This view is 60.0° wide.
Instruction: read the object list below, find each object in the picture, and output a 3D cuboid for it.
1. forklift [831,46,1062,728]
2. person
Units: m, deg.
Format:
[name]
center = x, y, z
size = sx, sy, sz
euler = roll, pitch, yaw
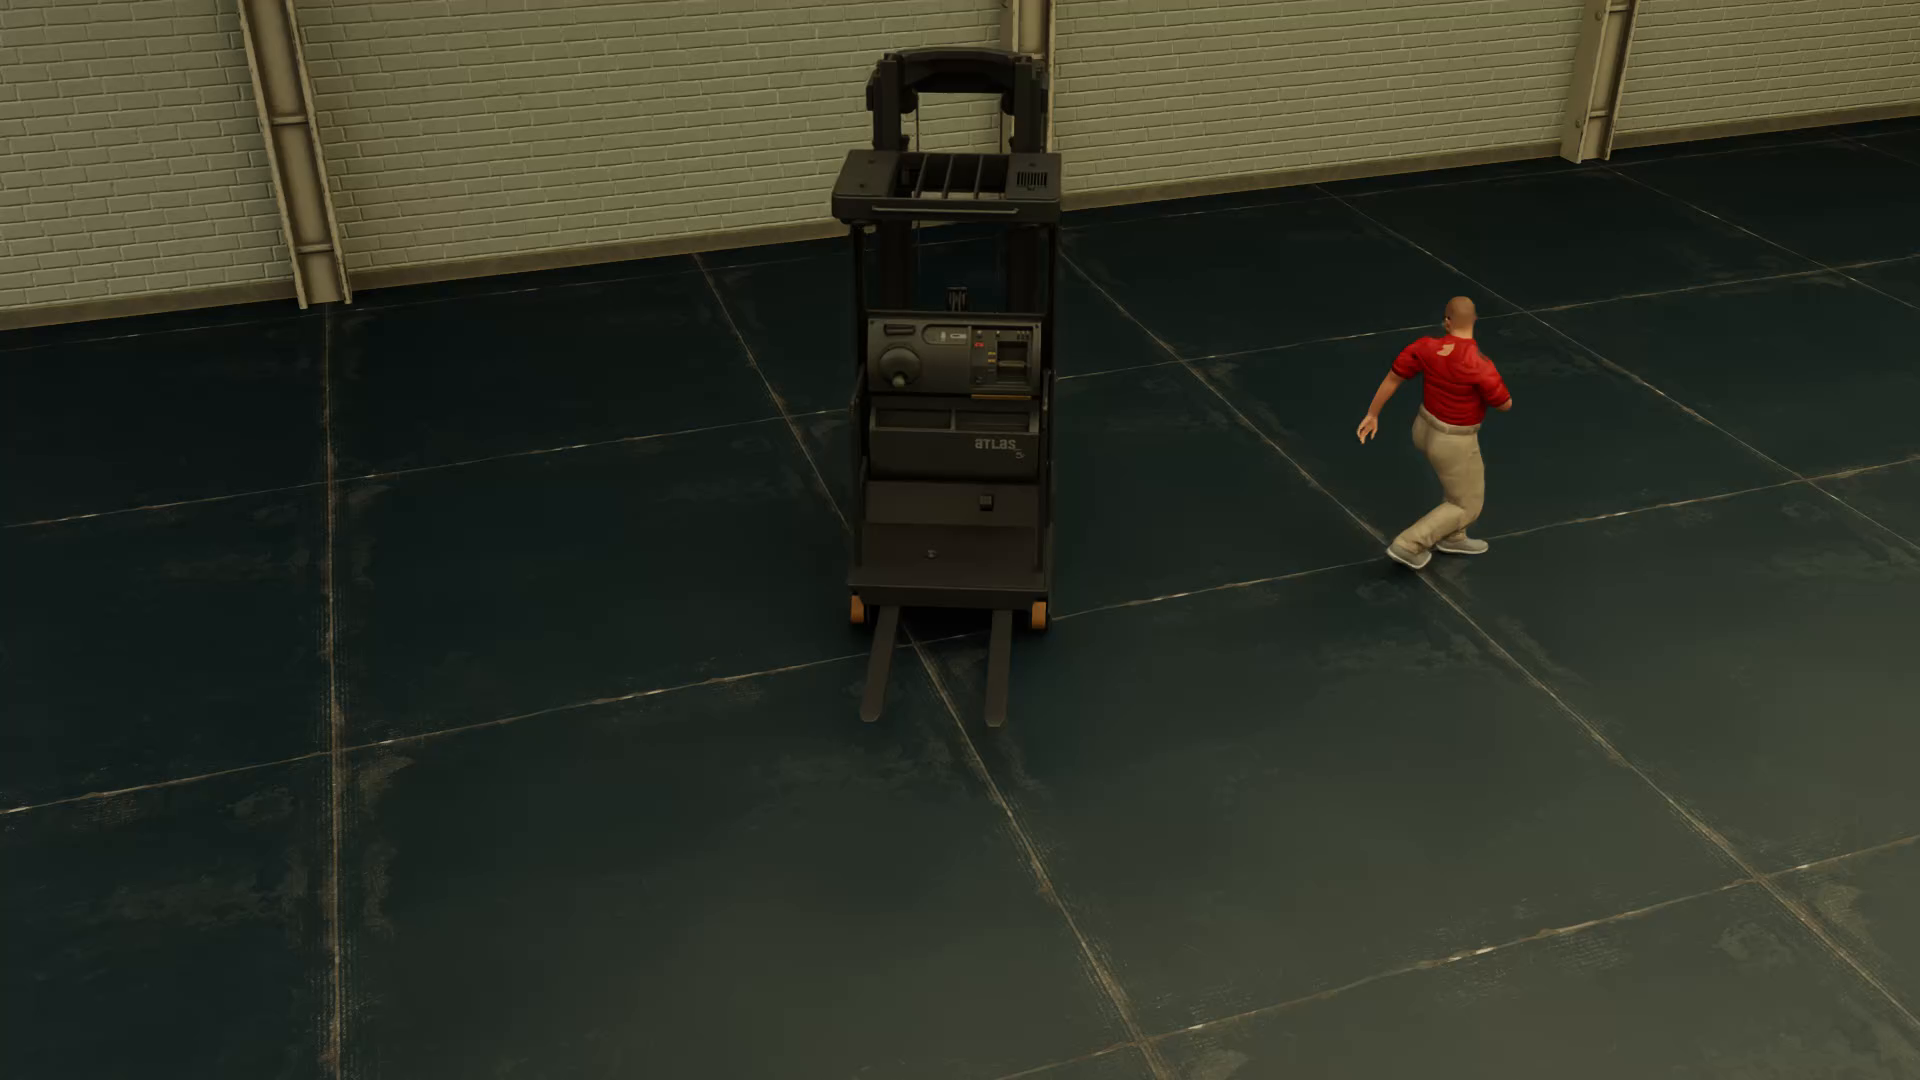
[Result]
[forklift]
center = -0.043, -0.942, 8.724
size = 1.130, 2.935, 3.031
euler = 2, 30, 3
[person]
center = 2.758, -0.598, 9.440
size = 0.840, 1.649, 0.598
euler = -10, 31, -16
